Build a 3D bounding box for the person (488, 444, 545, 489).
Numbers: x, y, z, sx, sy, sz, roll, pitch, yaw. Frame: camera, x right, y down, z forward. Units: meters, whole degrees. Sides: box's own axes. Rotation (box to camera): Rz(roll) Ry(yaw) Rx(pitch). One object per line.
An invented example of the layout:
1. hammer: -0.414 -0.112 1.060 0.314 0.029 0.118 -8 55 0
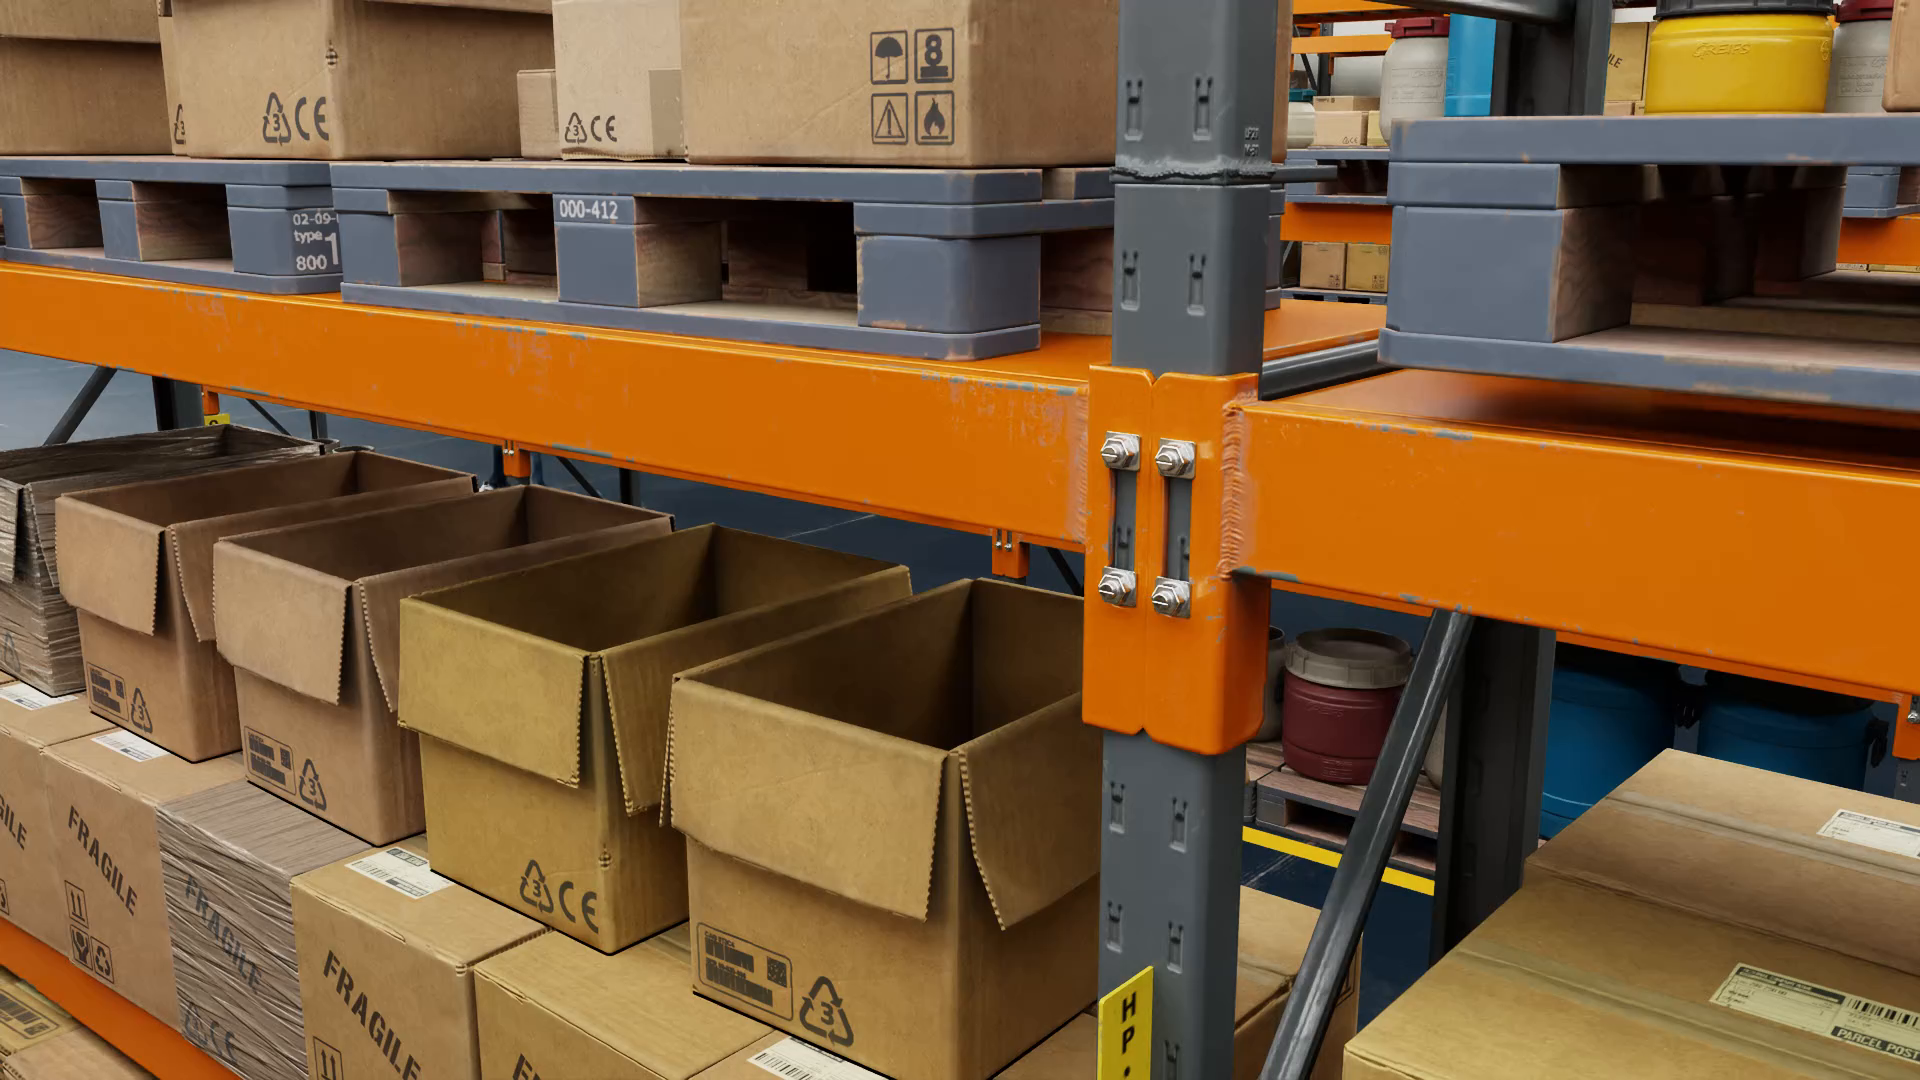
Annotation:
1. person: -3.827 -1.096 14.253 0.728 1.616 0.408 12 18 41
